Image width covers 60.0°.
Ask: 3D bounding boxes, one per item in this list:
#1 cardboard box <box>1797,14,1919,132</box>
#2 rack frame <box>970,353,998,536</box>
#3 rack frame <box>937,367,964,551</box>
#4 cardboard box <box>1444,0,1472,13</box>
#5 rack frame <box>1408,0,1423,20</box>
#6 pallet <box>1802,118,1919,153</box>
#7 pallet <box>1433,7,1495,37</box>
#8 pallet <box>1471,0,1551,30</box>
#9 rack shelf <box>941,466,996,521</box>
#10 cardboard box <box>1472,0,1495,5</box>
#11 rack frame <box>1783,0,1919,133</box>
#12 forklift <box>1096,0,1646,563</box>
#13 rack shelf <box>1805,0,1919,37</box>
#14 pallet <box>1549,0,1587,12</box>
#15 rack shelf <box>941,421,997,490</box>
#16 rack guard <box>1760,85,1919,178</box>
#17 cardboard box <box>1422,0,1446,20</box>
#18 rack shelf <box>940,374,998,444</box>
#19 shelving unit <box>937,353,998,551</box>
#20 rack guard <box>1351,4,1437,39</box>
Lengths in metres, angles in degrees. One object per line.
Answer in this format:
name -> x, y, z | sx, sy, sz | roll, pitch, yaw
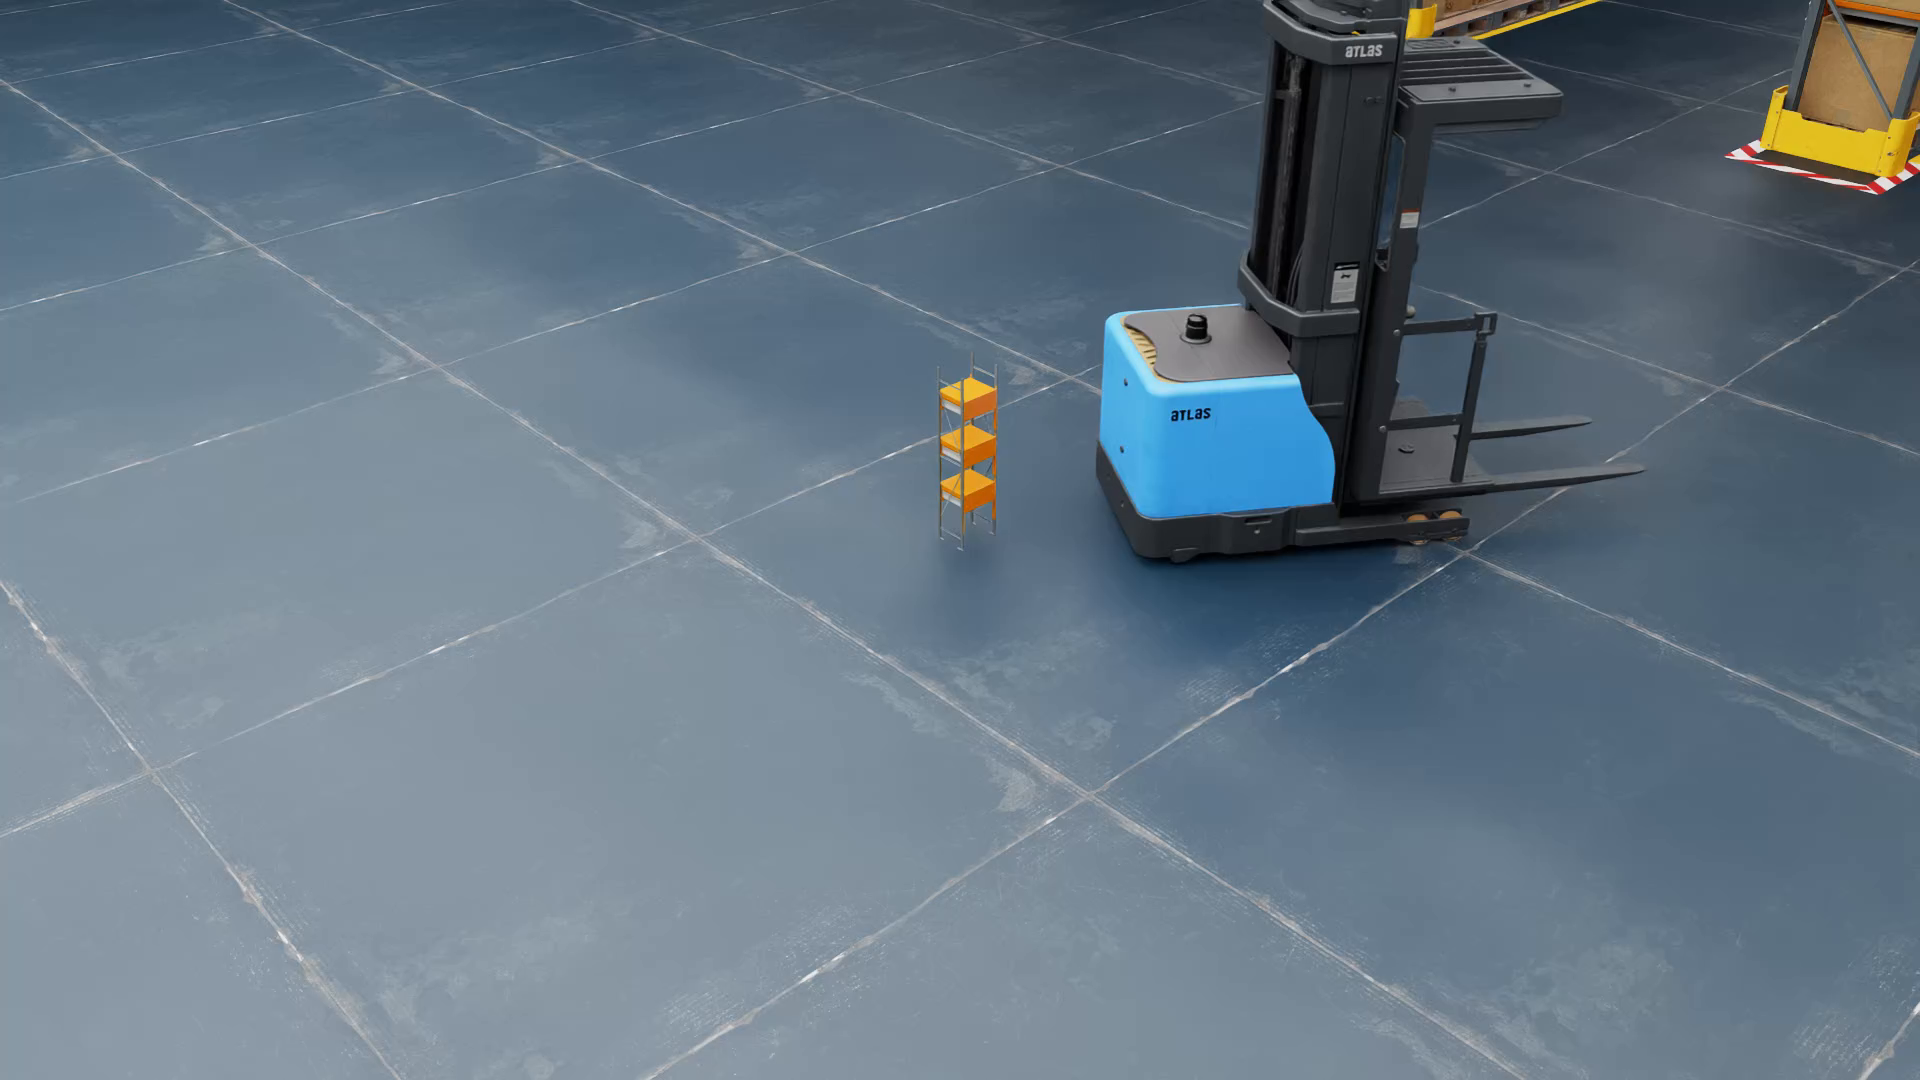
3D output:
cardboard box -> 8.223, -4.231, 14.928 | 0.875, 0.875, 0.875 | -26, 40, -35
rack frame -> 0.129, -0.510, 9.078 | 0.008, 1.050, 0.200 | -26, 40, -35
rack frame -> -0.050, -0.424, 8.936 | 0.008, 1.050, 0.200 | -26, 40, -35
cardboard box -> 5.357, -6.179, 18.472 | 0.500, 0.500, 0.500 | -15, 35, -23
rack frame -> 4.472, -6.626, 17.210 | 0.127, 3.000, 1.000 | -26, 40, -35
pallet -> 8.304, -3.816, 15.289 | 1.213, 0.211, 1.003 | -26, 40, -35
pallet -> 5.148, -5.737, 18.431 | 1.213, 0.211, 1.003 | -26, 40, -35
pallet -> 6.042, -6.168, 19.135 | 1.213, 0.211, 1.003 | -26, 40, -35
rack shelf -> 0.039, -0.221, 9.158 | 0.240, 0.259, 0.215 | -26, 40, -35
cardboard box -> 5.829, -6.393, 18.824 | 0.500, 0.500, 0.500 | -22, 38, -31
rack frame -> 7.771, -4.692, 14.048 | 0.127, 3.000, 1.000 | -26, 40, -35
forklift -> 2.361, -1.491, 8.879 | 3.031, 2.935, 1.130 | -5, 32, -9
rack shelf -> 9.237, -5.095, 15.396 | 4.000, 0.370, 1.077 | -26, 40, -35
pallet -> 6.937, -6.603, 19.846 | 1.213, 0.211, 1.003 | -26, 40, -35
rack shelf -> 0.039, -0.458, 9.013 | 0.240, 0.259, 0.215 | -26, 40, -35
rack guard -> 7.753, -3.617, 14.686 | 0.348, 0.500, 1.175 | -26, 40, -35
cardboard box -> 4.942, -5.953, 18.104 | 0.500, 0.500, 0.500 | -18, 36, -27
rack shelf -> 0.039, -0.700, 8.865 | 0.240, 0.259, 0.215 | -26, 40, -35
shelving unit -> 0.039, -0.467, 9.007 | 0.252, 1.050, 0.215 | -26, 40, -35
rack guard -> 4.528, -5.586, 17.906 | 0.348, 0.500, 1.175 | -26, 40, -35
